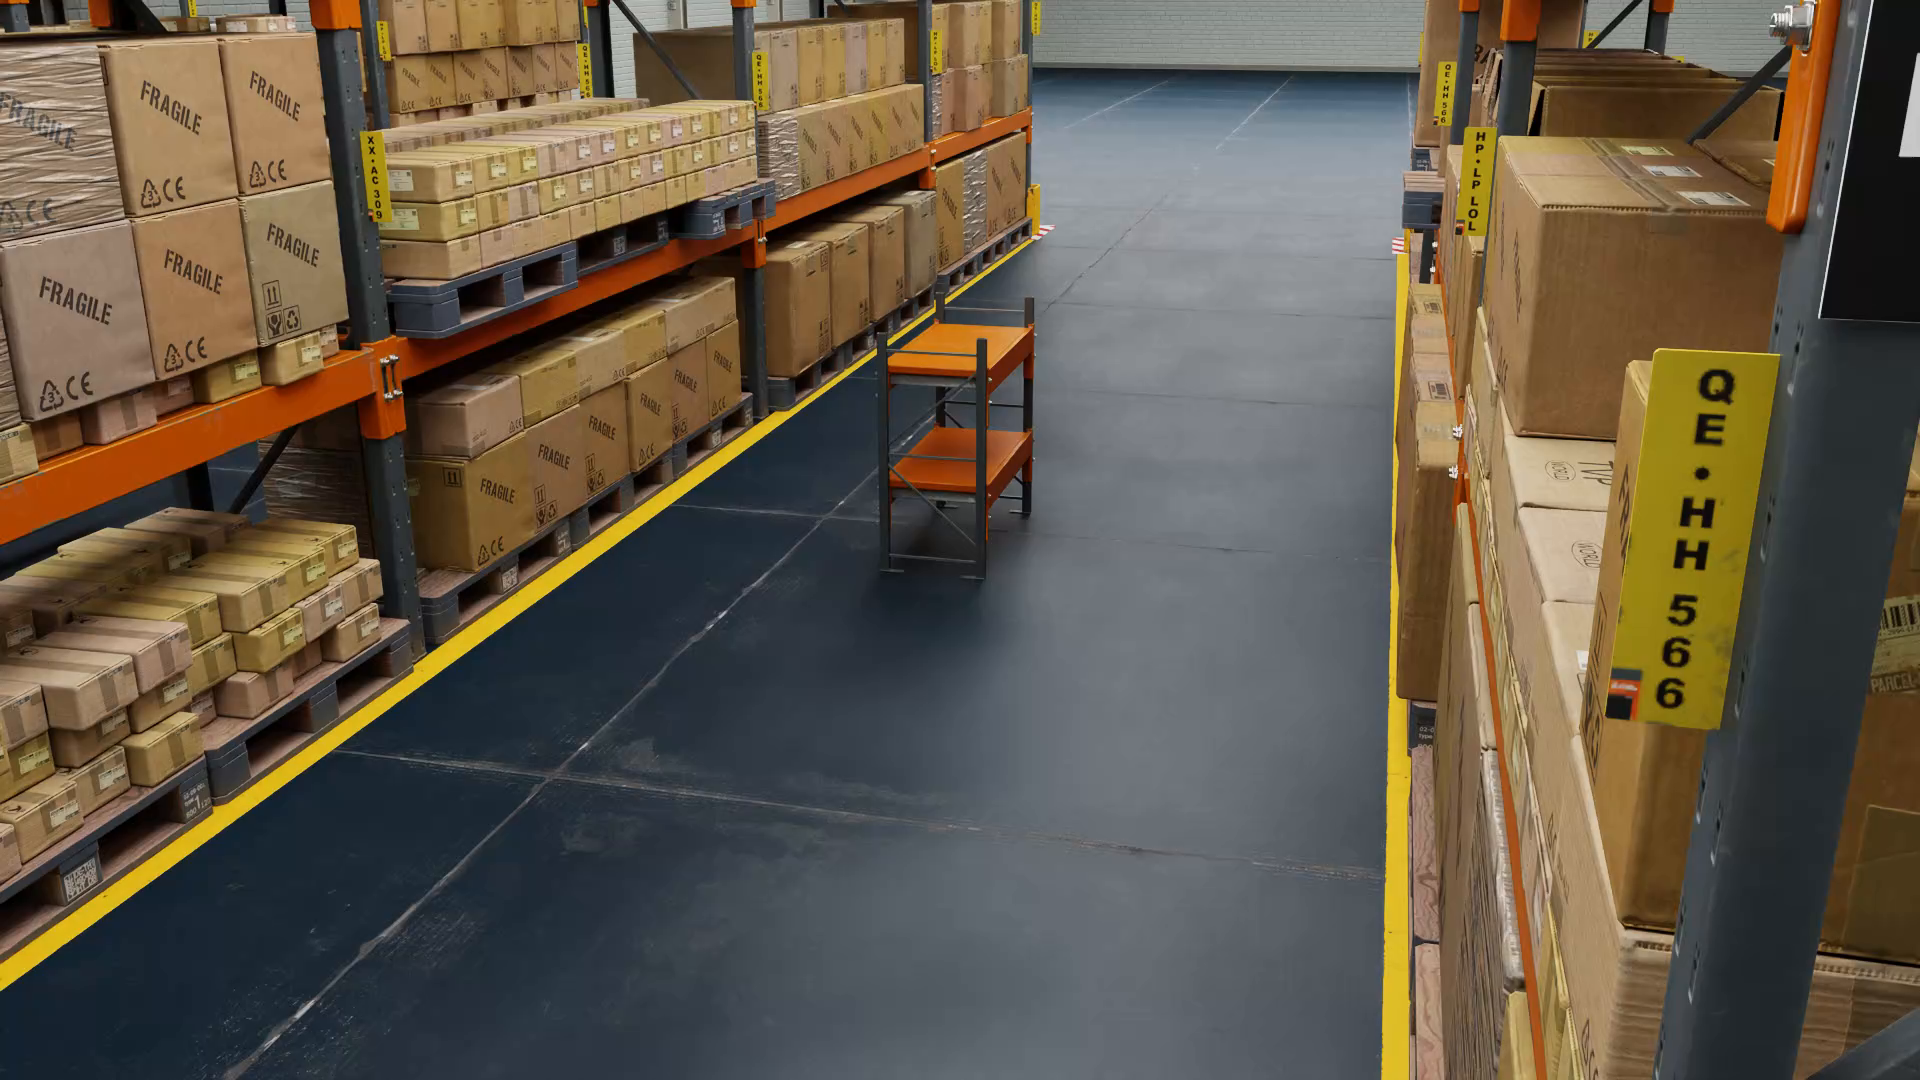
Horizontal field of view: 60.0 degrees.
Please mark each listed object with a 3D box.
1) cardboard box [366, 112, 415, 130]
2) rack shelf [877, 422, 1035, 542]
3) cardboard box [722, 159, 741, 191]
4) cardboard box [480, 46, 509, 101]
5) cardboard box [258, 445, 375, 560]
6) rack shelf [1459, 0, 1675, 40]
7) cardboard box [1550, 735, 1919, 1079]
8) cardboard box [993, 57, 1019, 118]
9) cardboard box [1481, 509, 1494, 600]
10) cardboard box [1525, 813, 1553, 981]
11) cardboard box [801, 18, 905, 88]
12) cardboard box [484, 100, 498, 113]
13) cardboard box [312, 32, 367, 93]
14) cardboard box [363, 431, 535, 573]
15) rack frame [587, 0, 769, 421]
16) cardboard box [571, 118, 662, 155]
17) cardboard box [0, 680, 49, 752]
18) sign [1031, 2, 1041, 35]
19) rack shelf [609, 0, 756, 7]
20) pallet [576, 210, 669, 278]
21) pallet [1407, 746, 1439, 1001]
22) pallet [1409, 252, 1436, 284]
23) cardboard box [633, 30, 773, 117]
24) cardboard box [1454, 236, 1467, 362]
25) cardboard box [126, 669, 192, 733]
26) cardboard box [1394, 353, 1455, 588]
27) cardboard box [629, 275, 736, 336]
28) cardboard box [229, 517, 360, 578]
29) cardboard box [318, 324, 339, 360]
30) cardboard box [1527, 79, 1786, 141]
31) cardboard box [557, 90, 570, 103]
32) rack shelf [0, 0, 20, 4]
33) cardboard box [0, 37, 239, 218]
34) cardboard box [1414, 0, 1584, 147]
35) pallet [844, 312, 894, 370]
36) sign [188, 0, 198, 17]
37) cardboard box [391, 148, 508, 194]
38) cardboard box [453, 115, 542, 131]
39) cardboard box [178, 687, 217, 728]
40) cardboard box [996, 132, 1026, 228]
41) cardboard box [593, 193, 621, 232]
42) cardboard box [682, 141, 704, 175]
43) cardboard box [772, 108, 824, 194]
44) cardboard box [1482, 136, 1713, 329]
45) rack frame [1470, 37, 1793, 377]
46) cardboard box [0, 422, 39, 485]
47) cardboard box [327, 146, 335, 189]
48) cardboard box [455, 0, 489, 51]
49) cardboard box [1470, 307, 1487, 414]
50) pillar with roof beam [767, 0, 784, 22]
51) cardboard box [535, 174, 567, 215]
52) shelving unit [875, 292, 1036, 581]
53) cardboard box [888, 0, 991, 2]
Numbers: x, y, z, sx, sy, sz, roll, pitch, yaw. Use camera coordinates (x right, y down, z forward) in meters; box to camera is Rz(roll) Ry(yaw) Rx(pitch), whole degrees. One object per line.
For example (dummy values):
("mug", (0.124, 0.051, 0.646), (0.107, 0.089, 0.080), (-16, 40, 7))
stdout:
("cardboard box", (-5.161, -3.787, 15.022), (0.380, 0.149, 0.250), (5, 19, 13))
("rack shelf", (-0.002, -0.299, 8.079), (0.538, 0.278, 1.000), (5, 19, 13))
("cardboard box", (-1.438, -2.031, 9.231), (0.380, 0.149, 0.250), (5, 19, 13))
("cardboard box", (-4.831, -4.612, 16.434), (0.500, 0.500, 0.500), (5, 19, 14))
("cardboard box", (-2.742, -0.233, 7.447), (0.500, 0.500, 0.500), (4, 19, 12))
("rack shelf", (2.595, -2.248, 6.601), (1.077, 0.370, 4.000), (5, 19, 13))
("cardboard box", (0.990, 0.469, 1.946), (0.500, 0.250, 0.500), (4, 19, 13))
("cardboard box", (0.094, -4.504, 16.500), (0.875, 0.550, 0.550), (5, 19, 13))
("cardboard box", (1.396, 0.049, 3.791), (0.380, 0.149, 0.250), (5, 19, 14))
("cardboard box", (1.022, 0.532, 2.377), (0.380, 0.149, 0.250), (5, 19, 14))
("cardboard box", (-0.839, -3.837, 13.080), (0.700, 0.500, 0.500), (4, 19, 12))
("cardboard box", (-4.804, -4.268, 16.431), (0.380, 0.149, 0.250), (5, 19, 13))
("cardboard box", (-5.439, -4.056, 14.157), (0.500, 0.500, 0.500), (4, 19, 12))
("cardboard box", (-2.241, -0.192, 7.327), (0.500, 0.500, 0.500), (5, 20, 16))
("rack frame", (-1.701, -2.219, 10.044), (1.000, 3.000, 0.127), (5, 19, 13))
("cardboard box", (-1.694, -1.986, 8.179), (0.380, 0.149, 0.250), (6, 20, 16))
("cardboard box", (-2.927, 0.519, 4.867), (0.380, 0.149, 0.250), (5, 19, 14))
("sign", (0.776, -5.340, 17.022), (0.100, 0.325, 0.005), (5, 19, 13))
("rack shelf", (-1.212, -3.925, 11.511), (1.077, 0.370, 4.000), (5, 19, 13))
("pallet", (-2.145, -1.505, 8.249), (1.003, 0.211, 1.213), (5, 19, 13))
("pallet", (1.845, 1.010, 4.905), (1.003, 0.211, 1.213), (5, 19, 13))
("pallet", (4.487, -2.327, 14.673), (1.003, 0.211, 1.213), (5, 19, 13))
("cardboard box", (-1.582, -2.880, 10.276), (0.700, 0.500, 0.500), (5, 19, 13))
("cardboard box", (2.084, -0.912, 6.063), (0.500, 0.500, 0.500), (5, 20, 15))
("cardboard box", (-2.749, 0.491, 5.409), (0.380, 0.149, 0.250), (5, 20, 15))
("cardboard box", (2.461, -0.218, 6.822), (1.225, 0.875, 0.875), (4, 19, 11))
("cardboard box", (-1.614, -1.355, 9.571), (0.500, 0.250, 0.500), (4, 19, 12))
("cardboard box", (-2.513, 0.035, 6.284), (0.380, 0.149, 0.250), (5, 20, 15))
("cardboard box", (-2.521, -0.739, 6.098), (0.380, 0.149, 0.250), (4, 19, 13))
("cardboard box", (2.255, -1.265, 5.544), (0.797, 0.503, 0.637), (4, 19, 12))
("cardboard box", (-4.409, -4.745, 17.827), (0.380, 0.149, 0.250), (4, 19, 13))
("rack shelf", (-7.014, -3.031, 8.892), (1.077, 0.370, 4.000), (5, 19, 13))
("cardboard box", (-2.652, -1.296, 5.178), (0.500, 0.500, 0.500), (4, 19, 12))
("cardboard box", (3.731, -3.294, 11.614), (1.000, 1.000, 1.000), (5, 19, 14))
("pallet", (-1.135, -1.522, 12.317), (1.003, 0.211, 1.213), (5, 19, 13))
("sign", (-8.863, -6.090, 19.218), (0.100, 0.325, 0.005), (5, 19, 13))
("cardboard box", (-2.074, -1.502, 6.763), (0.380, 0.149, 0.250), (5, 20, 15))
("cardboard box", (-2.321, -2.039, 8.335), (0.380, 0.149, 0.250), (5, 20, 15))
("cardboard box", (-2.773, 0.570, 5.638), (0.380, 0.149, 0.250), (4, 19, 12))
("cardboard box", (0.152, -3.702, 17.023), (0.875, 0.875, 0.875), (5, 19, 14))
("cardboard box", (-1.822, -1.542, 7.801), (0.380, 0.149, 0.250), (4, 19, 12))
("cardboard box", (-1.567, -2.004, 8.693), (0.380, 0.149, 0.250), (5, 19, 14))
("cardboard box", (-1.208, -2.546, 10.845), (0.500, 0.500, 0.500), (4, 19, 13))
("cardboard box", (1.742, -0.837, 4.609), (0.500, 0.500, 0.500), (5, 19, 13))
("rack frame", (2.107, -0.542, 5.134), (1.000, 3.000, 0.127), (5, 19, 13))
("cardboard box", (-2.833, -0.243, 4.647), (0.380, 0.149, 0.250), (5, 19, 14))
("cardboard box", (-2.705, -1.552, 6.911), (0.380, 0.149, 0.250), (4, 19, 12))
("cardboard box", (-4.936, -4.928, 15.813), (0.700, 0.500, 0.500), (4, 19, 12))
("cardboard box", (1.738, -0.485, 4.740), (0.500, 0.250, 0.500), (4, 19, 12))
("pillar with roof beam", (-0.391, -15.351, 39.209), (9.100, 9.000, 0.400), (5, 19, 13))
("cardboard box", (-1.949, -1.517, 7.267), (0.380, 0.149, 0.250), (4, 19, 11))
("shelving unit", (-0.002, -0.530, 8.000), (0.538, 1.125, 1.048), (5, 19, 13))
("cardboard box", (-0.188, -4.851, 15.847), (0.875, 0.550, 0.550), (5, 19, 13))
